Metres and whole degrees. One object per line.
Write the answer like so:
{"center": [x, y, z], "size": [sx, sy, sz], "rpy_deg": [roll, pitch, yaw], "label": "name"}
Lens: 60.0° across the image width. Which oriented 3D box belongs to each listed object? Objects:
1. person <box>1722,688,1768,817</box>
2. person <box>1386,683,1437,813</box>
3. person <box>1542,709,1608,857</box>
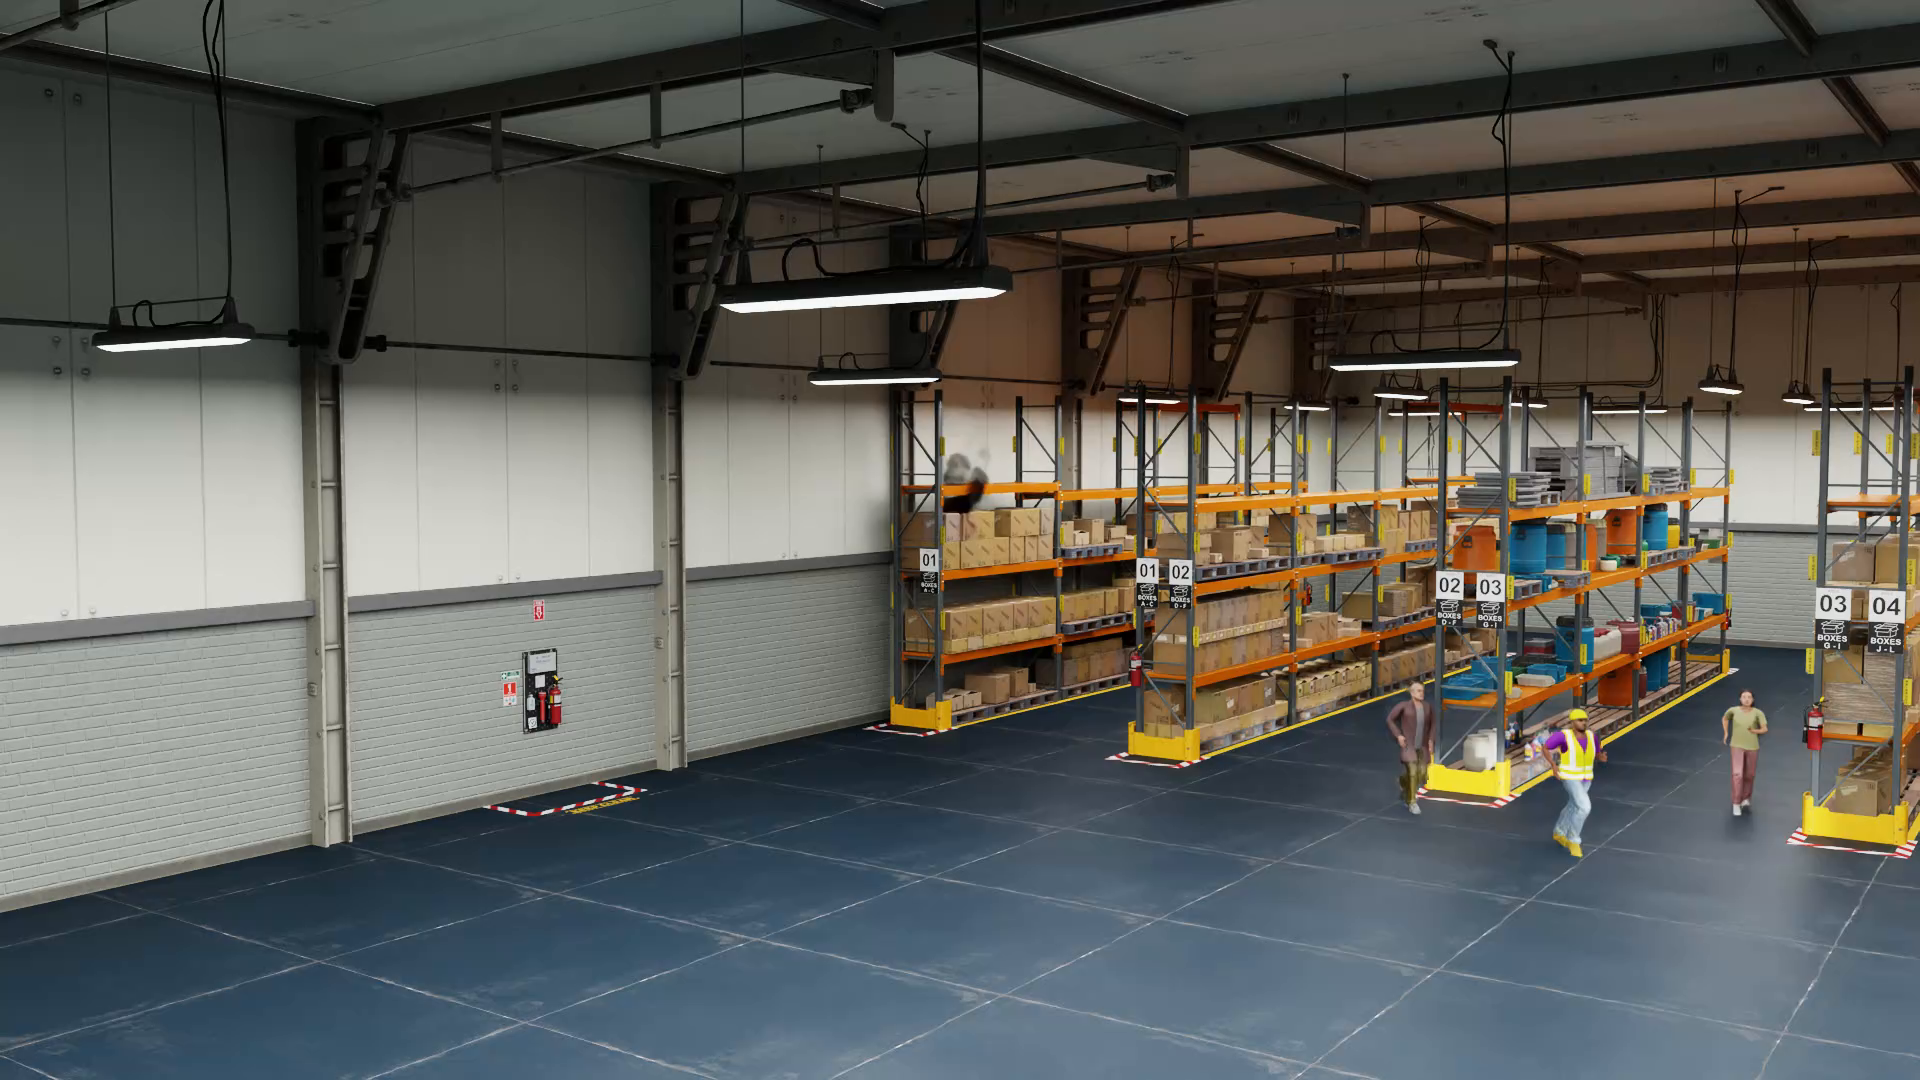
{"center": [10.729, 2.884, 22.740], "size": [0.545, 1.724, 0.739], "rpy_deg": [1, 3, 21], "label": "person"}
{"center": [6.258, 2.854, 22.993], "size": [0.742, 1.758, 0.662], "rpy_deg": [-1, 3, -12], "label": "person"}
{"center": [7.618, 2.984, 20.506], "size": [0.660, 1.829, 0.755], "rpy_deg": [-1, 3, -22], "label": "person"}
